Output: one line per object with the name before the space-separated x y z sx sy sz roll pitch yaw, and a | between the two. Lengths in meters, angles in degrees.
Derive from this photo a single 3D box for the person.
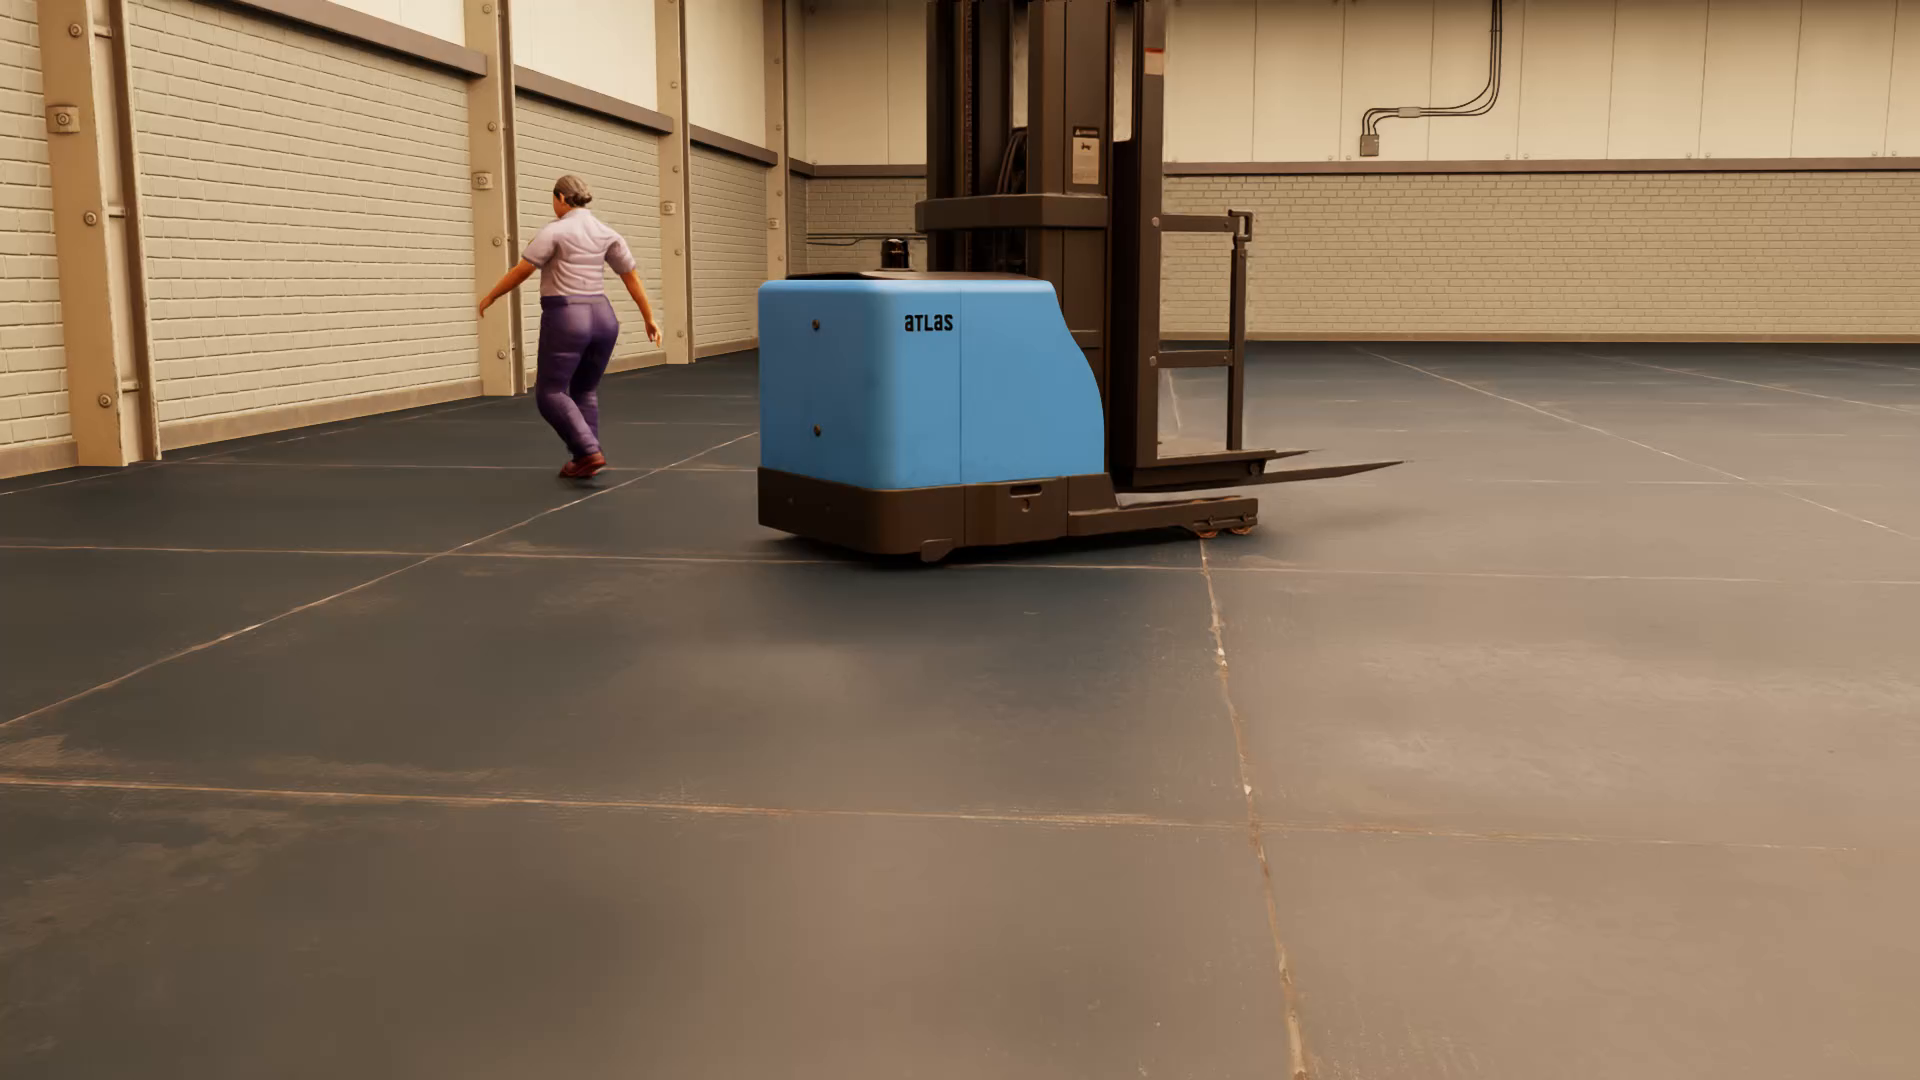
person | -2.038 -1.119 8.876 0.675 1.632 0.829 8 12 40

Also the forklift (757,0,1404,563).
forklift | 0.669 -1.514 7.149 3.031 2.935 1.130 -6 11 -33
